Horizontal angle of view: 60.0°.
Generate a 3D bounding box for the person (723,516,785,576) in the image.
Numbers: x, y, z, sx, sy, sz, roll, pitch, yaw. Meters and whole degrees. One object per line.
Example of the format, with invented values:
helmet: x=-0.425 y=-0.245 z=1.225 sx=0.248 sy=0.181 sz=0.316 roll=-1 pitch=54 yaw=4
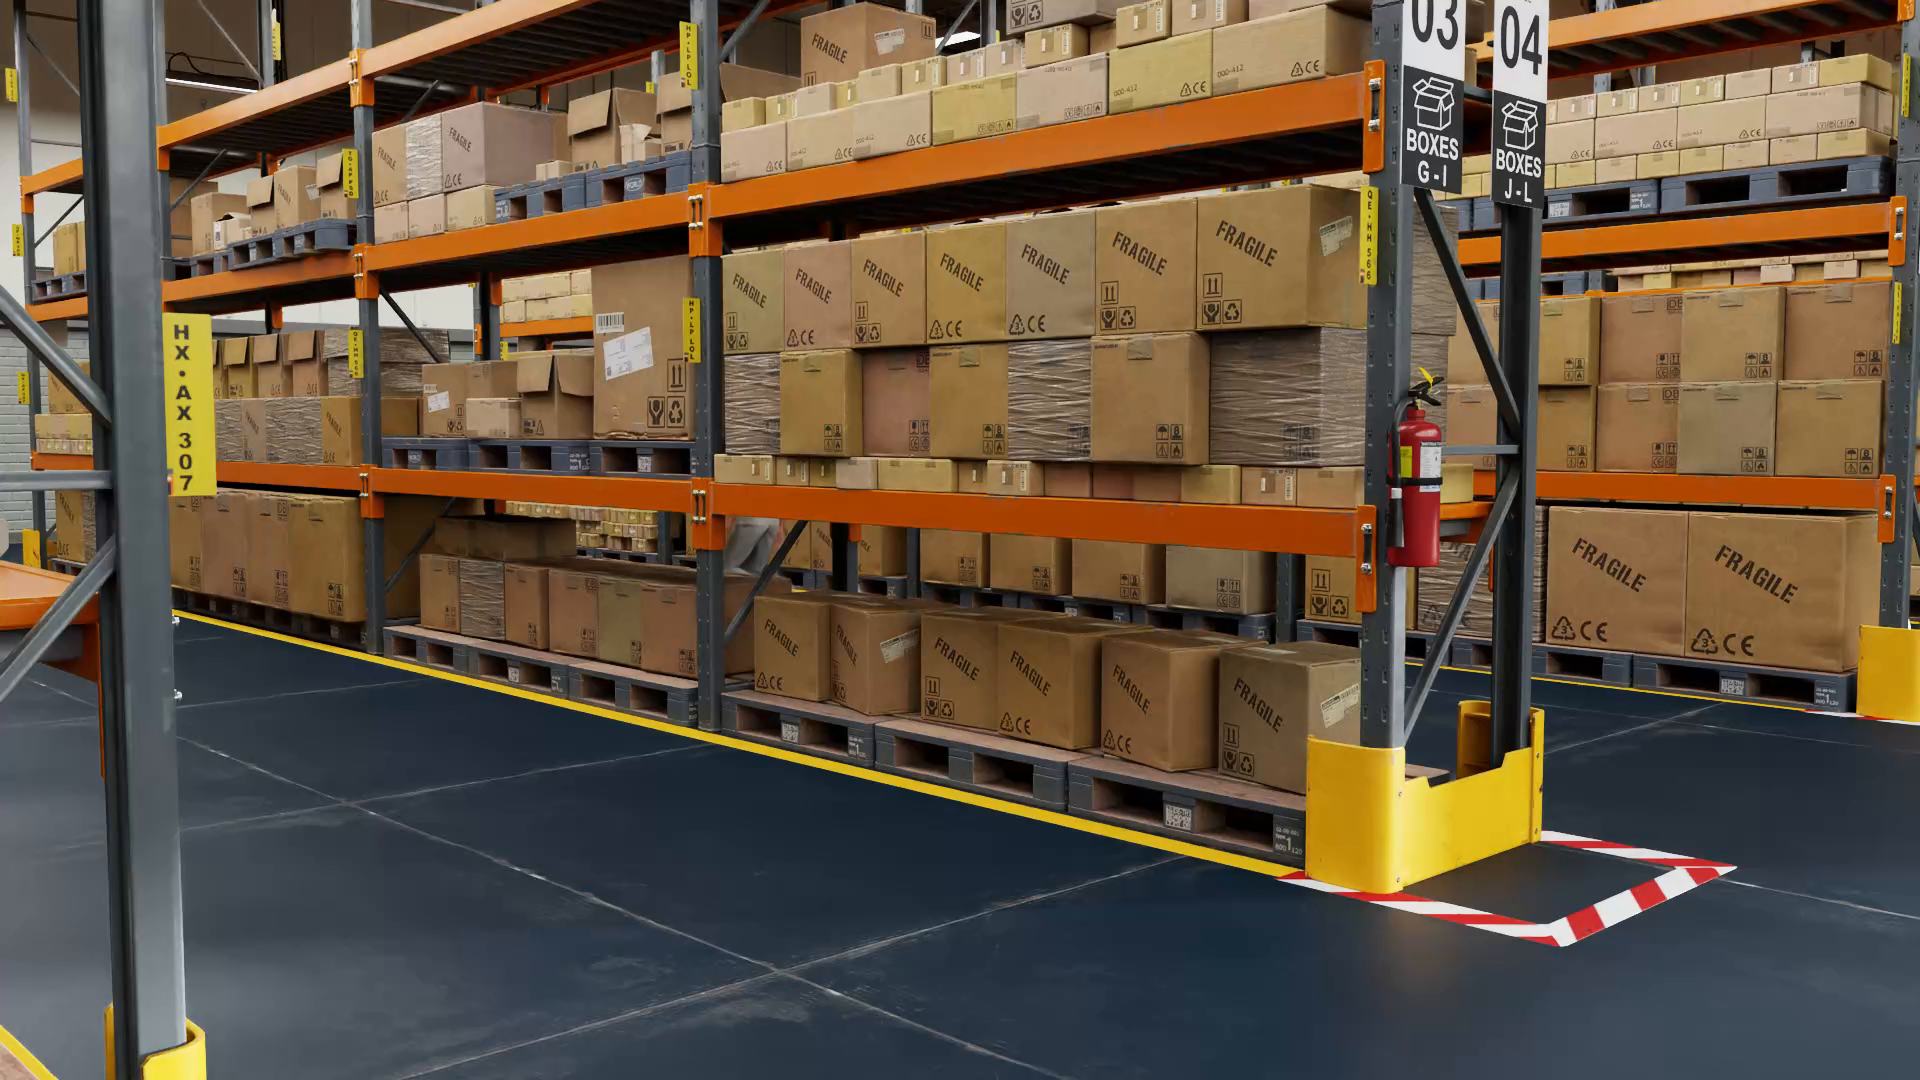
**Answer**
person: x=-1.540 y=-0.092 z=12.272 sx=0.692 sy=1.657 sz=0.506 roll=3 pitch=5 yaw=36
